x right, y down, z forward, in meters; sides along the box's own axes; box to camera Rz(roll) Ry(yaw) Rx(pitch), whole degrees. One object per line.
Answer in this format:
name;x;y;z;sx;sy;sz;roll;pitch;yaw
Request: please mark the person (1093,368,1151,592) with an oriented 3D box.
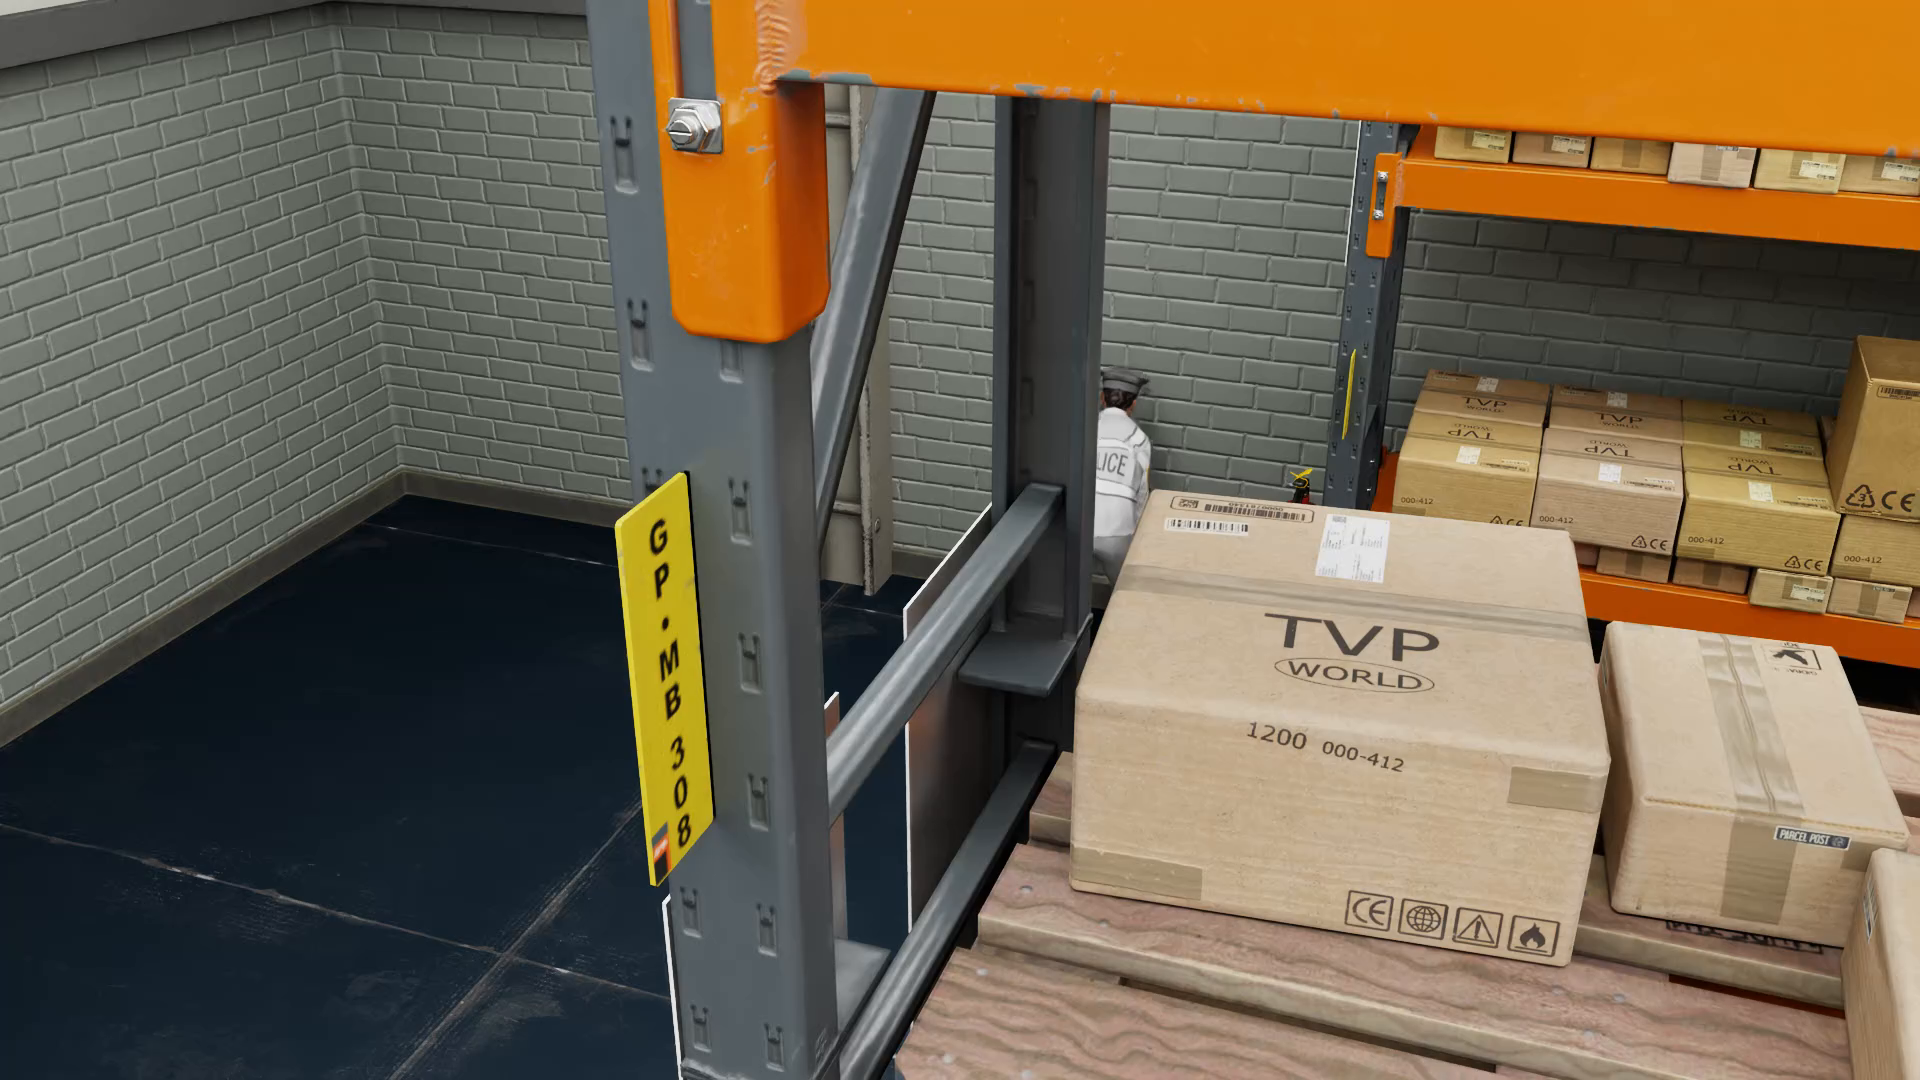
person;0.685;-0.044;7.915;0.402;1.486;0.743;8;27;16
